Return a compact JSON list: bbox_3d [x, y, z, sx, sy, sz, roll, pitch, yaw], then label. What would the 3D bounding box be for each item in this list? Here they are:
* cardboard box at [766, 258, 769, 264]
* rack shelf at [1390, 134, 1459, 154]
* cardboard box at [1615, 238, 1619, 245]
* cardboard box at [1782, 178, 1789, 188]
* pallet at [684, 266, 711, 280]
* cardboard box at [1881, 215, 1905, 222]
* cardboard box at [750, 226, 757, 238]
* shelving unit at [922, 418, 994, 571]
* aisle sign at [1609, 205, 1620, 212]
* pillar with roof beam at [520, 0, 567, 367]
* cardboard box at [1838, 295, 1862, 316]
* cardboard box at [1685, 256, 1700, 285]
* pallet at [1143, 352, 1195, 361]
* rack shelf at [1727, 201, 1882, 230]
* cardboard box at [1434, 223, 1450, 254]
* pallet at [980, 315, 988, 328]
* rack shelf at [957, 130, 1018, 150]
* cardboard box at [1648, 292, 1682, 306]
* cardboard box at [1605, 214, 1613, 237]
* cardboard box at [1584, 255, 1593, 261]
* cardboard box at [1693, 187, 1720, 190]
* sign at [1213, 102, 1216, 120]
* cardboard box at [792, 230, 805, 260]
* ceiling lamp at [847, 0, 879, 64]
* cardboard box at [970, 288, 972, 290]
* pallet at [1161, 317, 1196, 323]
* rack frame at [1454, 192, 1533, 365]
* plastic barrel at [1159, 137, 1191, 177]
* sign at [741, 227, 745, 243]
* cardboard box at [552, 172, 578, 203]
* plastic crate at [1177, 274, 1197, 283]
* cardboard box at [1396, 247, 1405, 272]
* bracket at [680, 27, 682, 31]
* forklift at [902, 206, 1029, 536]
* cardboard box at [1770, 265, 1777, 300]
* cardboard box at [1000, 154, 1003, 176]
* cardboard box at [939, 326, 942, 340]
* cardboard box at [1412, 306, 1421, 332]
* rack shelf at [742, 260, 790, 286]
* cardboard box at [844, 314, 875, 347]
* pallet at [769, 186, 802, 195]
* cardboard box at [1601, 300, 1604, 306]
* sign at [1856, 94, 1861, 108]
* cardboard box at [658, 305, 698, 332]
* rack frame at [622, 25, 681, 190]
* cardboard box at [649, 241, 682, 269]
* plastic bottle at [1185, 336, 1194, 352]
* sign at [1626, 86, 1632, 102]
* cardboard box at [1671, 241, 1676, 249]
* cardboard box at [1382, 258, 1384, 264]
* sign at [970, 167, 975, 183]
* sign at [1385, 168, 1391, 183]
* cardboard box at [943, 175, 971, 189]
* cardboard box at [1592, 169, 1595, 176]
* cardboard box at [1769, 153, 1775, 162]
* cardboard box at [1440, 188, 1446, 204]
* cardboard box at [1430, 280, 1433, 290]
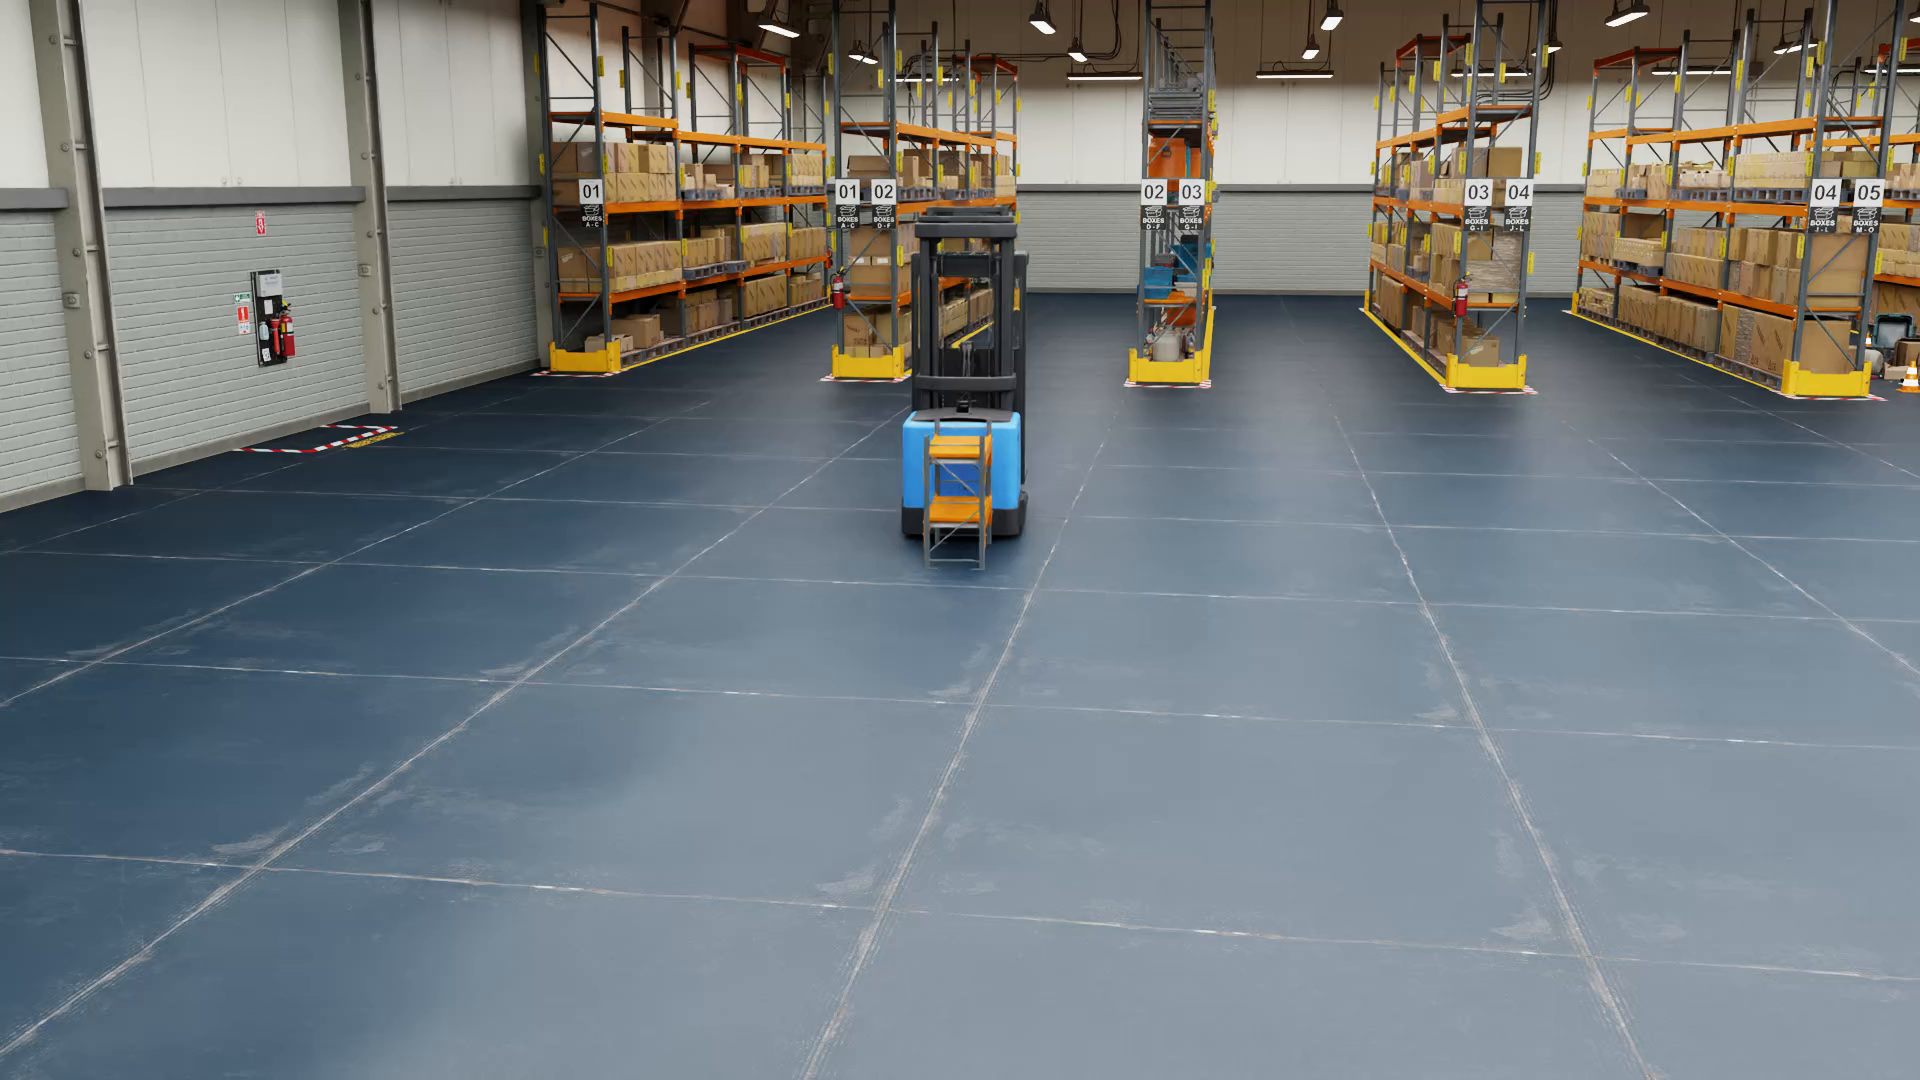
[{"bbox_3d":[-4.586,-6.396,38.100,0.380,0.149,0.250,2,12,7],"label":"cardboard box"},{"bbox_3d":[9.800,-8.339,34.985,1.077,0.370,4.000,2,12,9],"label":"rack shelf"},{"bbox_3d":[14.478,-6.494,36.196,0.380,0.149,0.250,3,12,12],"label":"cardboard box"},{"bbox_3d":[12.982,-5.527,25.760,0.380,0.149,0.250,2,12,9],"label":"cardboard box"},{"bbox_3d":[-5.545,-5.247,32.674,1.003,0.211,1.213,2,12,9],"label":"pallet"},{"bbox_3d":[20.205,-6.961,36.023,0.380,0.149,0.250,2,12,8],"label":"cardboard box"},{"bbox_3d":[-4.784,-6.787,36.597,0.500,0.250,0.500,2,12,8],"label":"cardboard box"},{"bbox_3d":[-0.010,-0.409,14.220,0.538,1.125,1.048,1,12,4],"label":"shelving unit"},{"bbox_3d":[15.916,-8.297,40.203,0.394,0.787,0.004,2,12,9],"label":"aisle sign"},{"bbox_3d":[-2.914,-7.320,27.601,9.100,9.000,0.548,2,12,9],"label":"pillar with roof beam"},{"bbox_3d":[20.240,-5.315,37.622,0.875,0.438,0.875,2,12,7],"label":"cardboard box"},{"bbox_3d":[13.810,-5.005,30.861,0.500,0.500,0.500,2,12,8],"label":"cardboard box"},{"bbox_3d":[3.654,-3.109,28.918,1.003,0.211,1.213,2,12,9],"label":"pallet"},{"bbox_3d":[13.455,-5.221,26.688,1.077,0.370,4.000,2,12,9],"label":"rack shelf"},{"bbox_3d":[8.482,-5.198,28.677,0.500,0.500,0.500,2,12,9],"label":"cardboard box"},{"bbox_3d":[0.047,-4.903,37.245,1.003,0.211,1.213,2,12,9],"label":"pallet"},{"bbox_3d":[0.627,-9.687,40.300,1.077,0.370,4.000,2,12,9],"label":"rack shelf"},{"bbox_3d":[14.224,-4.856,33.564,0.500,0.250,0.500,2,12,7],"label":"cardboard box"},{"bbox_3d":[14.872,-7.086,37.435,0.500,0.500,0.500,1,12,7],"label":"cardboard box"},{"bbox_3d":[15.142,-6.733,39.710,0.380,0.149,0.250,2,12,7],"label":"cardboard box"},{"bbox_3d":[14.729,-6.981,32.909,0.500,0.500,0.500,2,12,9],"label":"cardboard box"},{"bbox_3d":[4.525,-7.675,29.745,0.100,0.325,0.005,2,12,9],"label":"sign"},{"bbox_3d":[-4.358,-7.262,40.859,0.980,0.700,0.700,2,12,7],"label":"cardboard box"},{"bbox_3d":[-1.931,-12.373,37.190,0.800,3.185,2.000,2,12,9],"label":"ceiling lamp"},{"bbox_3d":[0.005,-5.592,38.710,0.500,0.500,0.500,1,12,6],"label":"cardboard box"},{"bbox_3d":[4.869,-4.753,36.548,1.003,0.211,1.213,2,12,9],"label":"pallet"},{"bbox_3d":[8.262,-3.872,25.840,1.000,3.000,0.127,2,12,9],"label":"rack frame"},{"bbox_3d":[3.725,-6.578,29.090,0.600,0.901,0.708,2,12,9],"label":"plastic barrel"},{"bbox_3d":[-4.653,-6.530,35.615,0.100,0.325,0.005,2,12,9],"label":"sign"},{"bbox_3d":[-6.607,-5.973,28.186,0.500,0.500,0.500,3,12,13],"label":"cardboard box"},{"bbox_3d":[4.081,-4.553,29.354,0.499,0.251,0.616,2,12,9],"label":"plastic crate"},{"bbox_3d":[9.483,-5.909,35.053,0.500,0.500,0.500,1,12,7],"label":"cardboard box"},{"bbox_3d":[-5.831,-10.543,34.012,0.235,0.232,0.430,2,12,9],"label":"bracket"},{"bbox_3d":[0.101,-1.726,16.047,1.130,2.935,3.031,1,12,4],"label":"forklift"},{"bbox_3d":[13.433,-4.070,26.403,0.875,0.550,0.550,2,12,9],"label":"cardboard box"},{"bbox_3d":[0.645,-9.002,39.913,0.700,0.500,0.500,2,12,9],"label":"cardboard box"},{"bbox_3d":[-0.604,-3.963,31.794,0.500,0.250,0.500,2,12,7],"label":"cardboard box"},{"bbox_3d":[9.409,-4.390,33.134,0.700,0.500,0.500,1,12,6],"label":"cardboard box"},{"bbox_3d":[-4.883,-6.083,37.809,1.077,0.370,4.000,2,12,9],"label":"rack shelf"},{"bbox_3d":[-1.737,-3.543,28.062,0.500,0.500,0.500,2,12,9],"label":"cardboard box"},{"bbox_3d":[-4.439,-8.444,40.147,1.003,0.211,1.213,2,12,9],"label":"pallet"},{"bbox_3d":[14.936,-5.437,38.166,0.380,0.149,0.250,2,12,10],"label":"cardboard box"},{"bbox_3d":[21.049,-10.289,38.971,0.100,0.325,0.005,2,12,9],"label":"sign"},{"bbox_3d":[-5.679,-4.442,33.375,0.700,0.500,0.500,2,12,8],"label":"cardboard box"},{"bbox_3d":[-5.806,-8.119,31.306,1.000,3.000,0.127,2,12,9],"label":"rack frame"},{"bbox_3d":[-5.573,-5.381,31.369,0.500,0.500,0.500,2,12,9],"label":"cardboard box"},{"bbox_3d":[4.061,-3.464,29.370,0.152,0.276,0.135,2,12,10],"label":"plastic bottle"},{"bbox_3d":[14.460,-9.638,35.948,0.100,0.325,0.005,2,12,9],"label":"sign"},{"bbox_3d":[14.802,-6.037,34.074,0.380,0.149,0.250,2,12,11],"label":"cardboard box"},{"bbox_3d":[9.870,-6.375,38.050,0.380,0.149,0.250,2,12,10],"label":"cardboard box"},{"bbox_3d":[0.252,-7.597,34.590,0.100,0.325,0.005,2,12,9],"label":"sign"},{"bbox_3d":[9.559,-8.145,37.134,0.100,0.325,0.005,2,12,9],"label":"sign"},{"bbox_3d":[-0.261,-7.466,35.160,0.910,0.500,0.500,2,12,9],"label":"cardboard box"},{"bbox_3d":[15.163,-8.687,39.283,0.380,0.149,0.250,2,12,9],"label":"cardboard box"},{"bbox_3d":[13.099,-6.076,26.418,0.380,0.149,0.250,2,12,9],"label":"cardboard box"},{"bbox_3d":[8.392,-5.799,28.017,0.500,0.250,0.500,1,12,6],"label":"cardboard box"},{"bbox_3d":[8.496,-4.495,29.328,0.380,0.149,0.250,2,12,9],"label":"cardboard box"}]
